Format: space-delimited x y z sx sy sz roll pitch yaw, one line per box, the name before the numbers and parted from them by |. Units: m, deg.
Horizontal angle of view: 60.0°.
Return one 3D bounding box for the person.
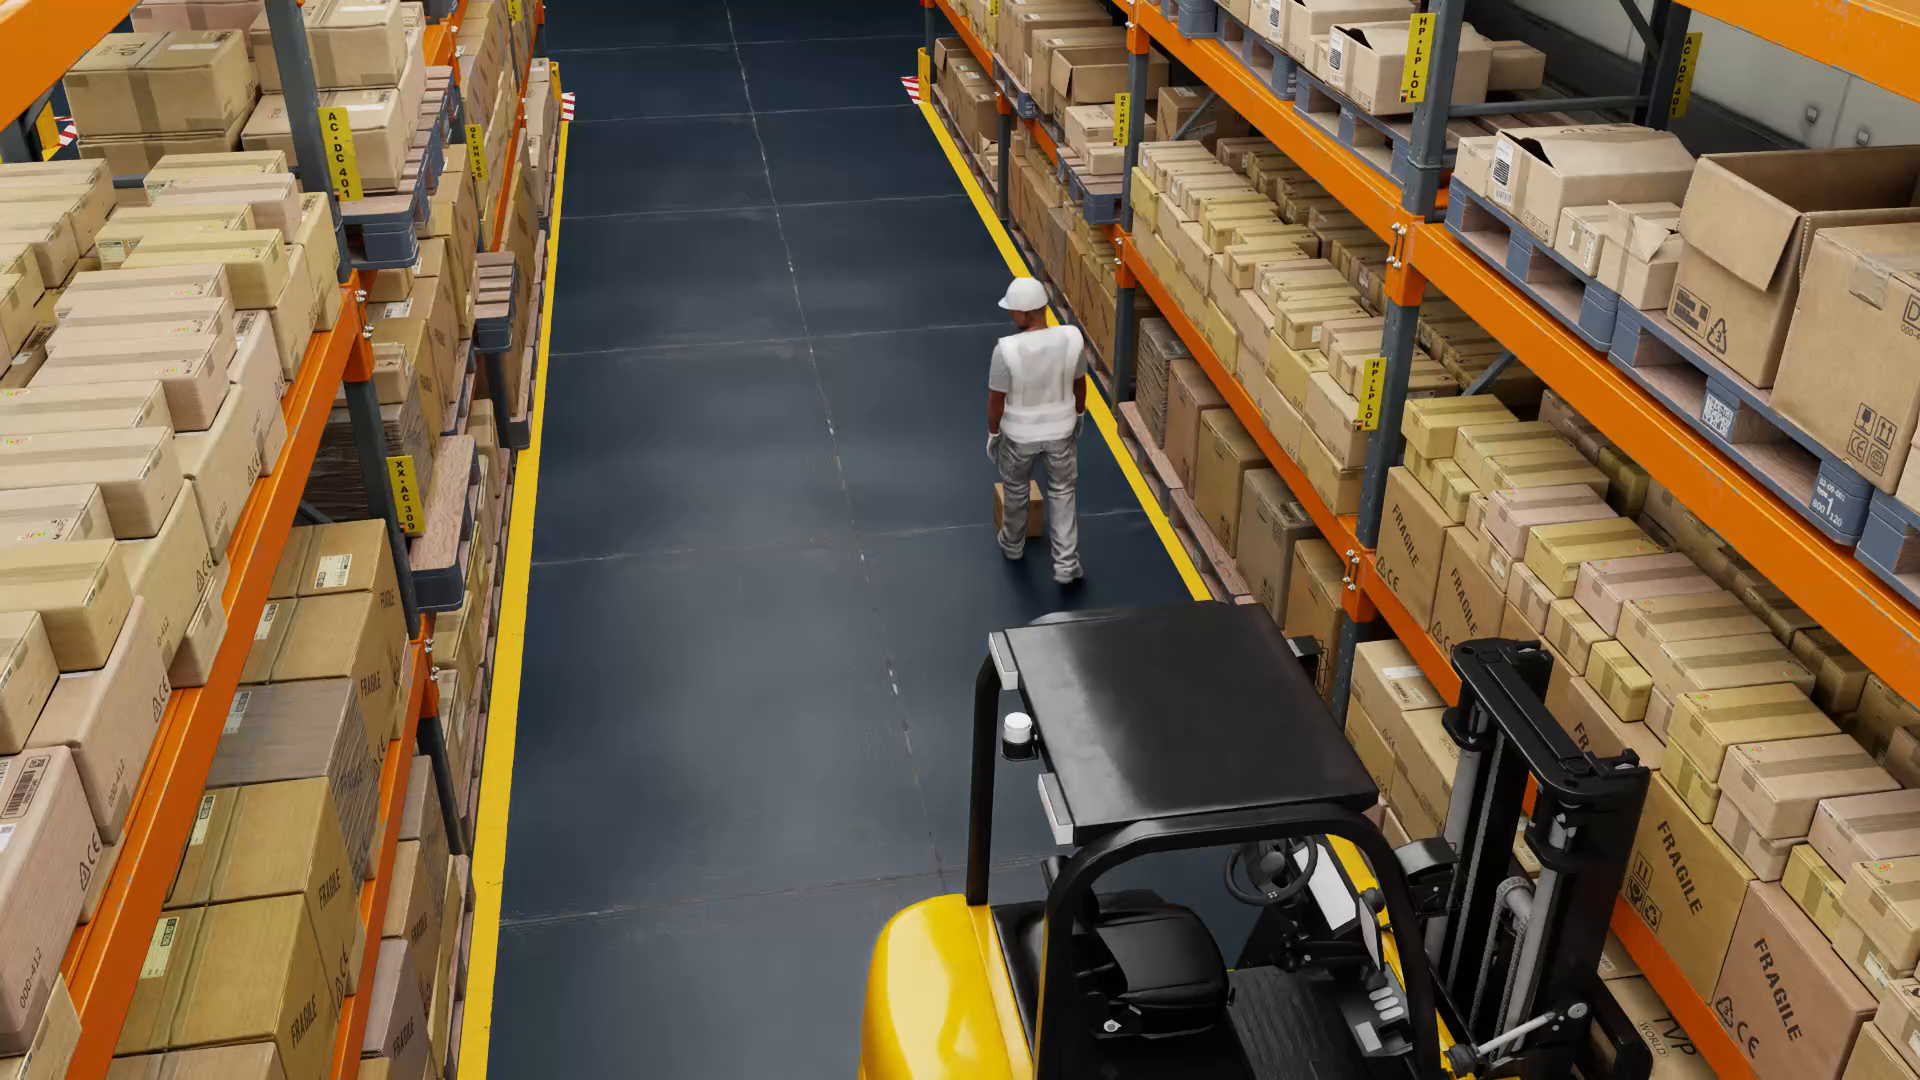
person | 0.411 -0.628 9.173 0.573 1.779 0.721 -5 31 -9
